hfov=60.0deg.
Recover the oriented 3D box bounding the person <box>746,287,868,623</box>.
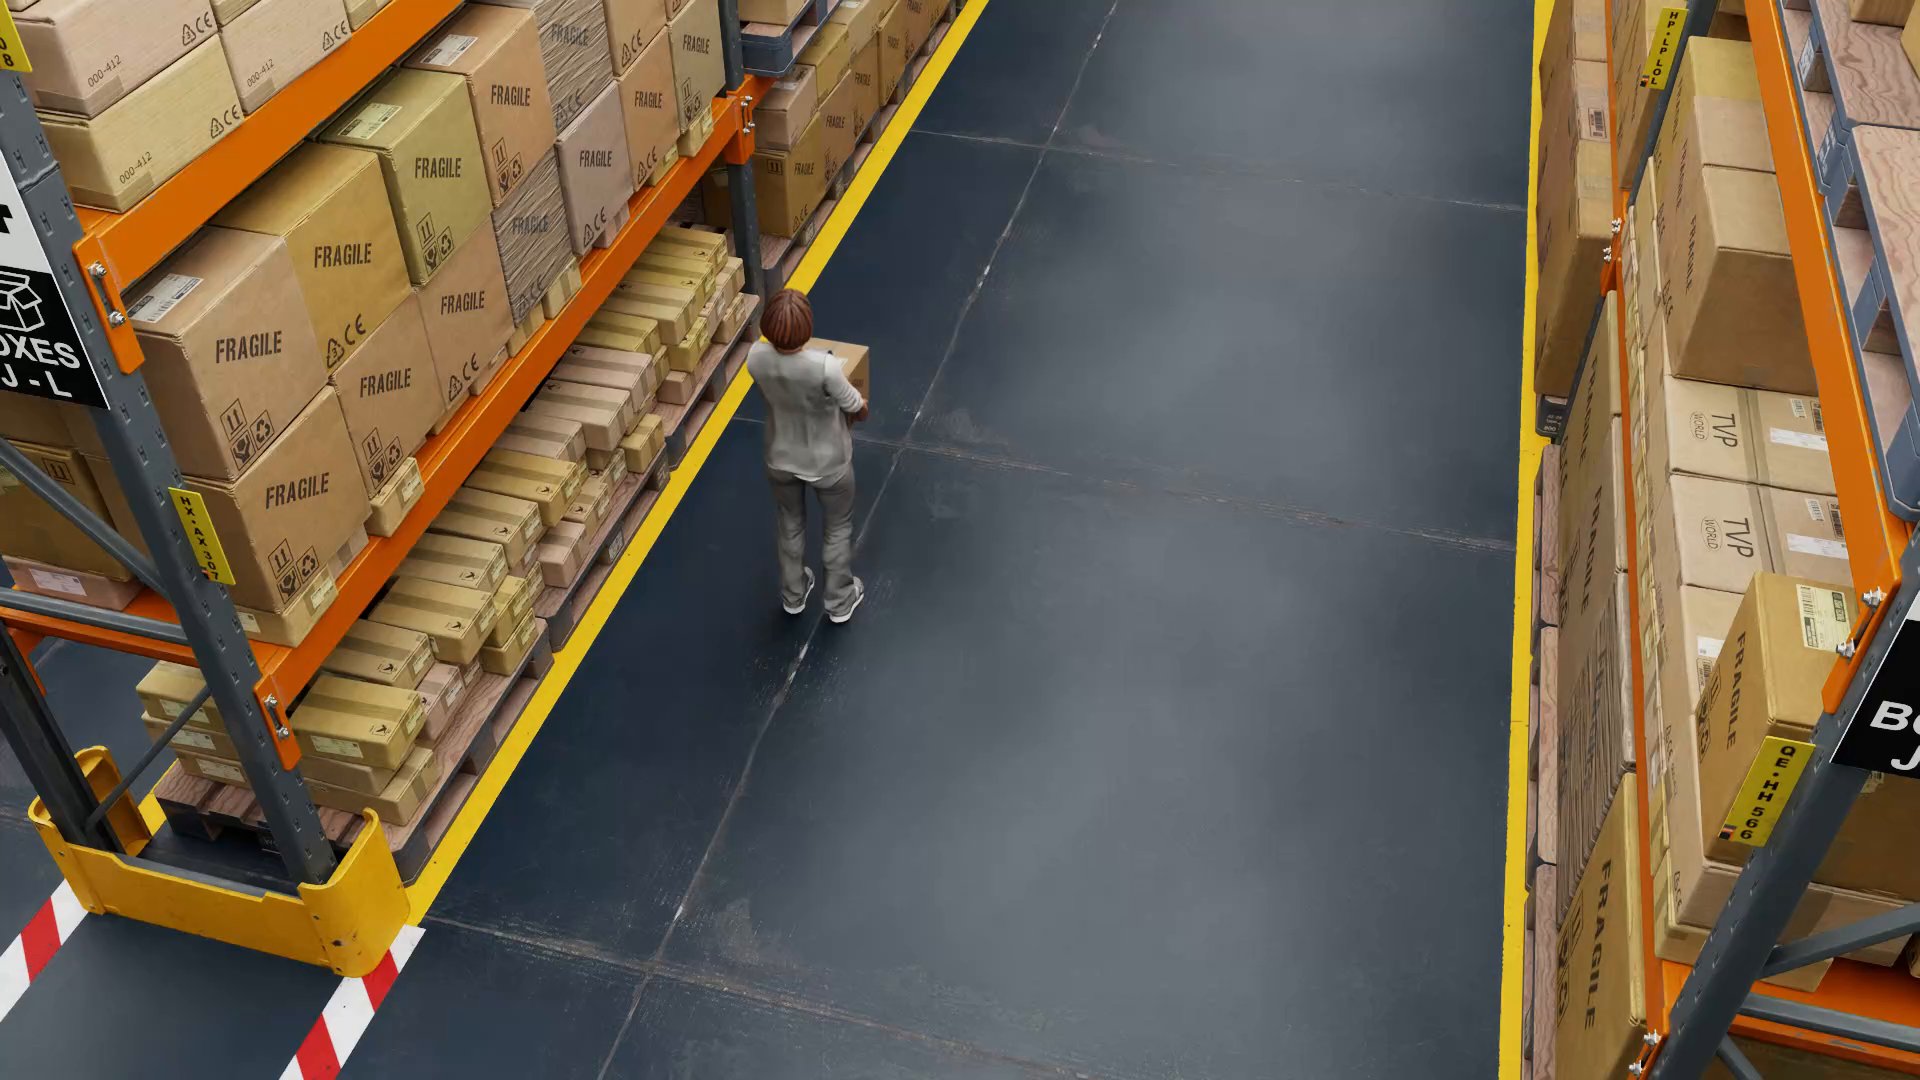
[{"bbox_3d":[-0.573,-0.377,6.596,0.404,1.591,0.490,11,43,12],"label":"person"}]
